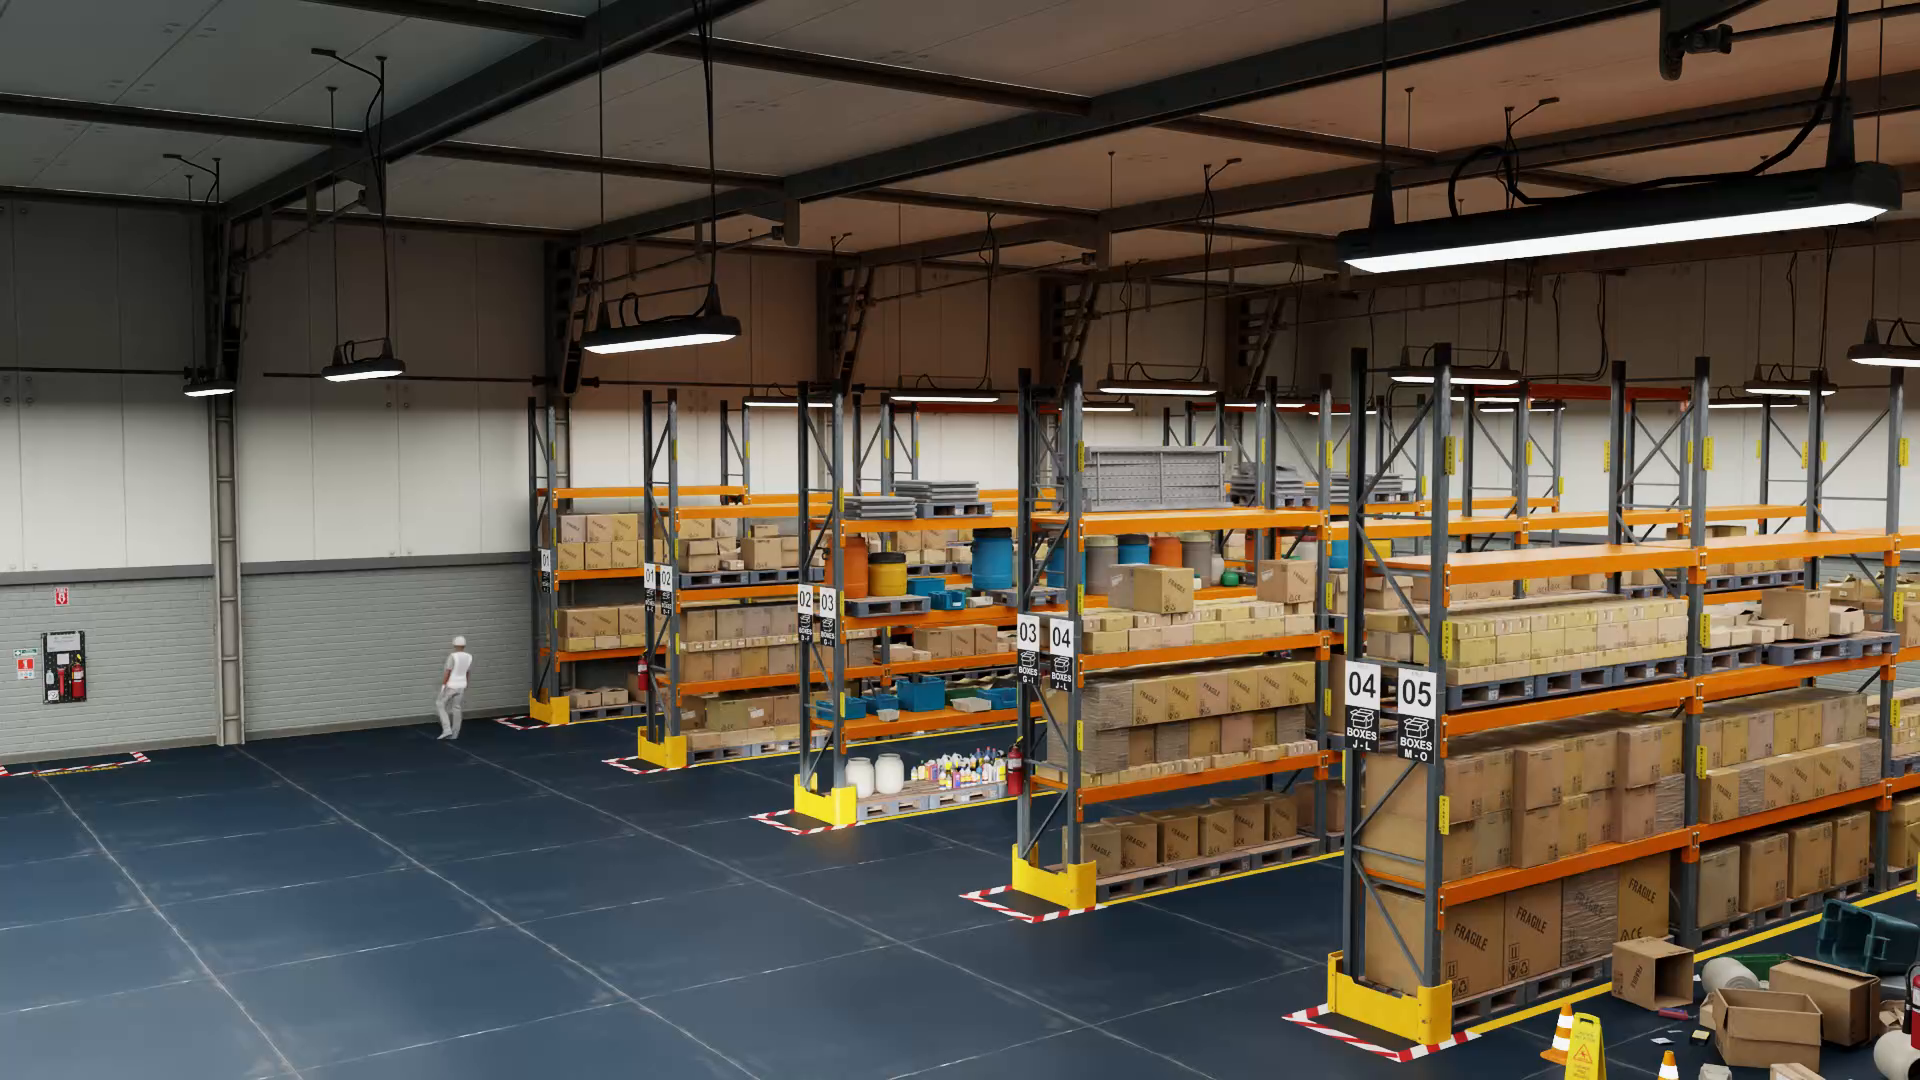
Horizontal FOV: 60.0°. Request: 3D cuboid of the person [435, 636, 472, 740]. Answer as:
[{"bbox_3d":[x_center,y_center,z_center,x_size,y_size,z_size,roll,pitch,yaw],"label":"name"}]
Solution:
[{"bbox_3d":[-8.805,2.564,28.874,0.427,1.789,0.635,2,4,28],"label":"person"}]
